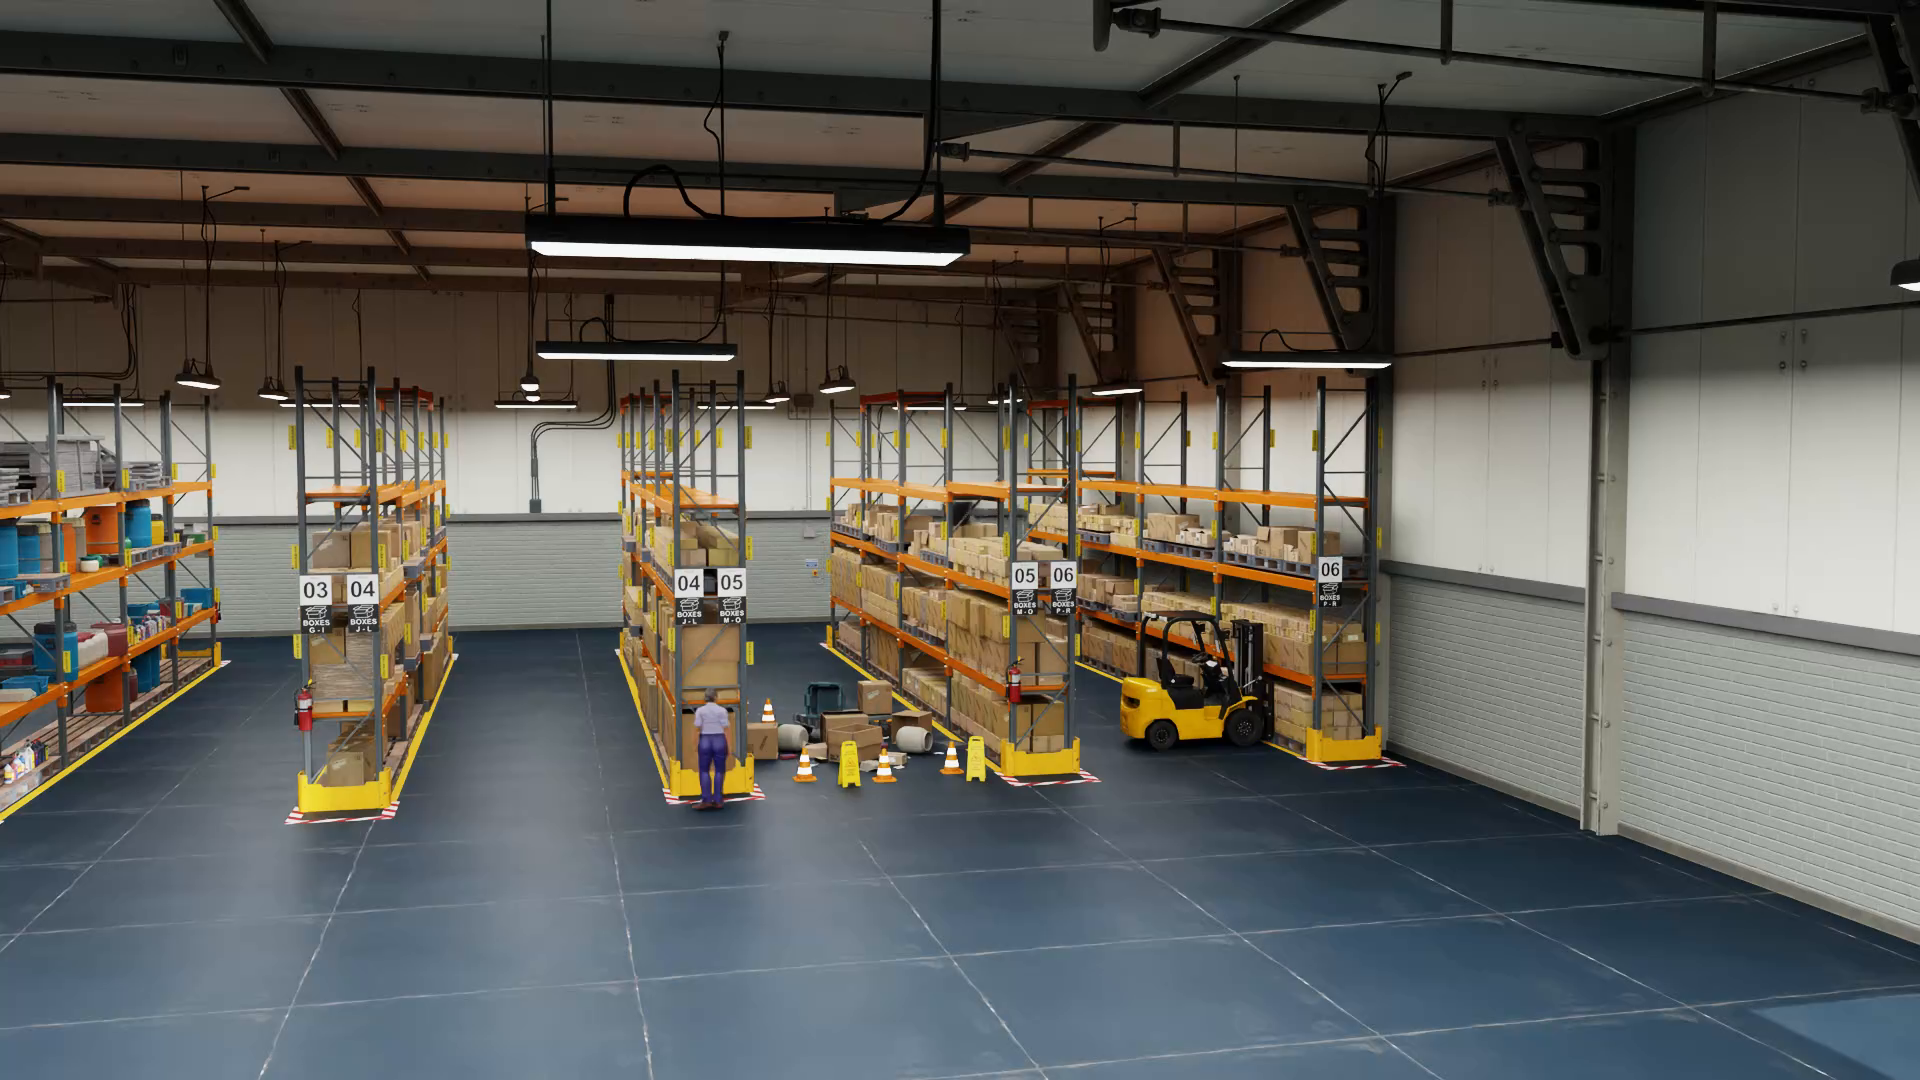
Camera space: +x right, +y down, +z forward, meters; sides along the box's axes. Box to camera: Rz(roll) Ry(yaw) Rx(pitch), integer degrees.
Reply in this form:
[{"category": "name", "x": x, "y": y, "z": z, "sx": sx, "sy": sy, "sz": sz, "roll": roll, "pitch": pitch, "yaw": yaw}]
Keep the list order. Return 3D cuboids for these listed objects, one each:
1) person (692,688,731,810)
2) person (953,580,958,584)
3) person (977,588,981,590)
[{"category": "person", "x": -3.376, "y": 2.838, "z": 22.627, "sx": 0.531, "sy": 1.643, "sz": 0.378, "roll": 0, "pitch": 3, "yaw": -5}, {"category": "person", "x": -0.110, "y": 1.730, "z": 40.316, "sx": 0.368, "sy": 1.733, "sz": 0.565, "roll": -3, "pitch": 5, "yaw": -43}, {"category": "person", "x": 0.632, "y": 1.579, "z": 42.564, "sx": 0.798, "sy": 1.760, "sz": 0.590, "roll": -1, "pitch": 4, "yaw": -14}]
